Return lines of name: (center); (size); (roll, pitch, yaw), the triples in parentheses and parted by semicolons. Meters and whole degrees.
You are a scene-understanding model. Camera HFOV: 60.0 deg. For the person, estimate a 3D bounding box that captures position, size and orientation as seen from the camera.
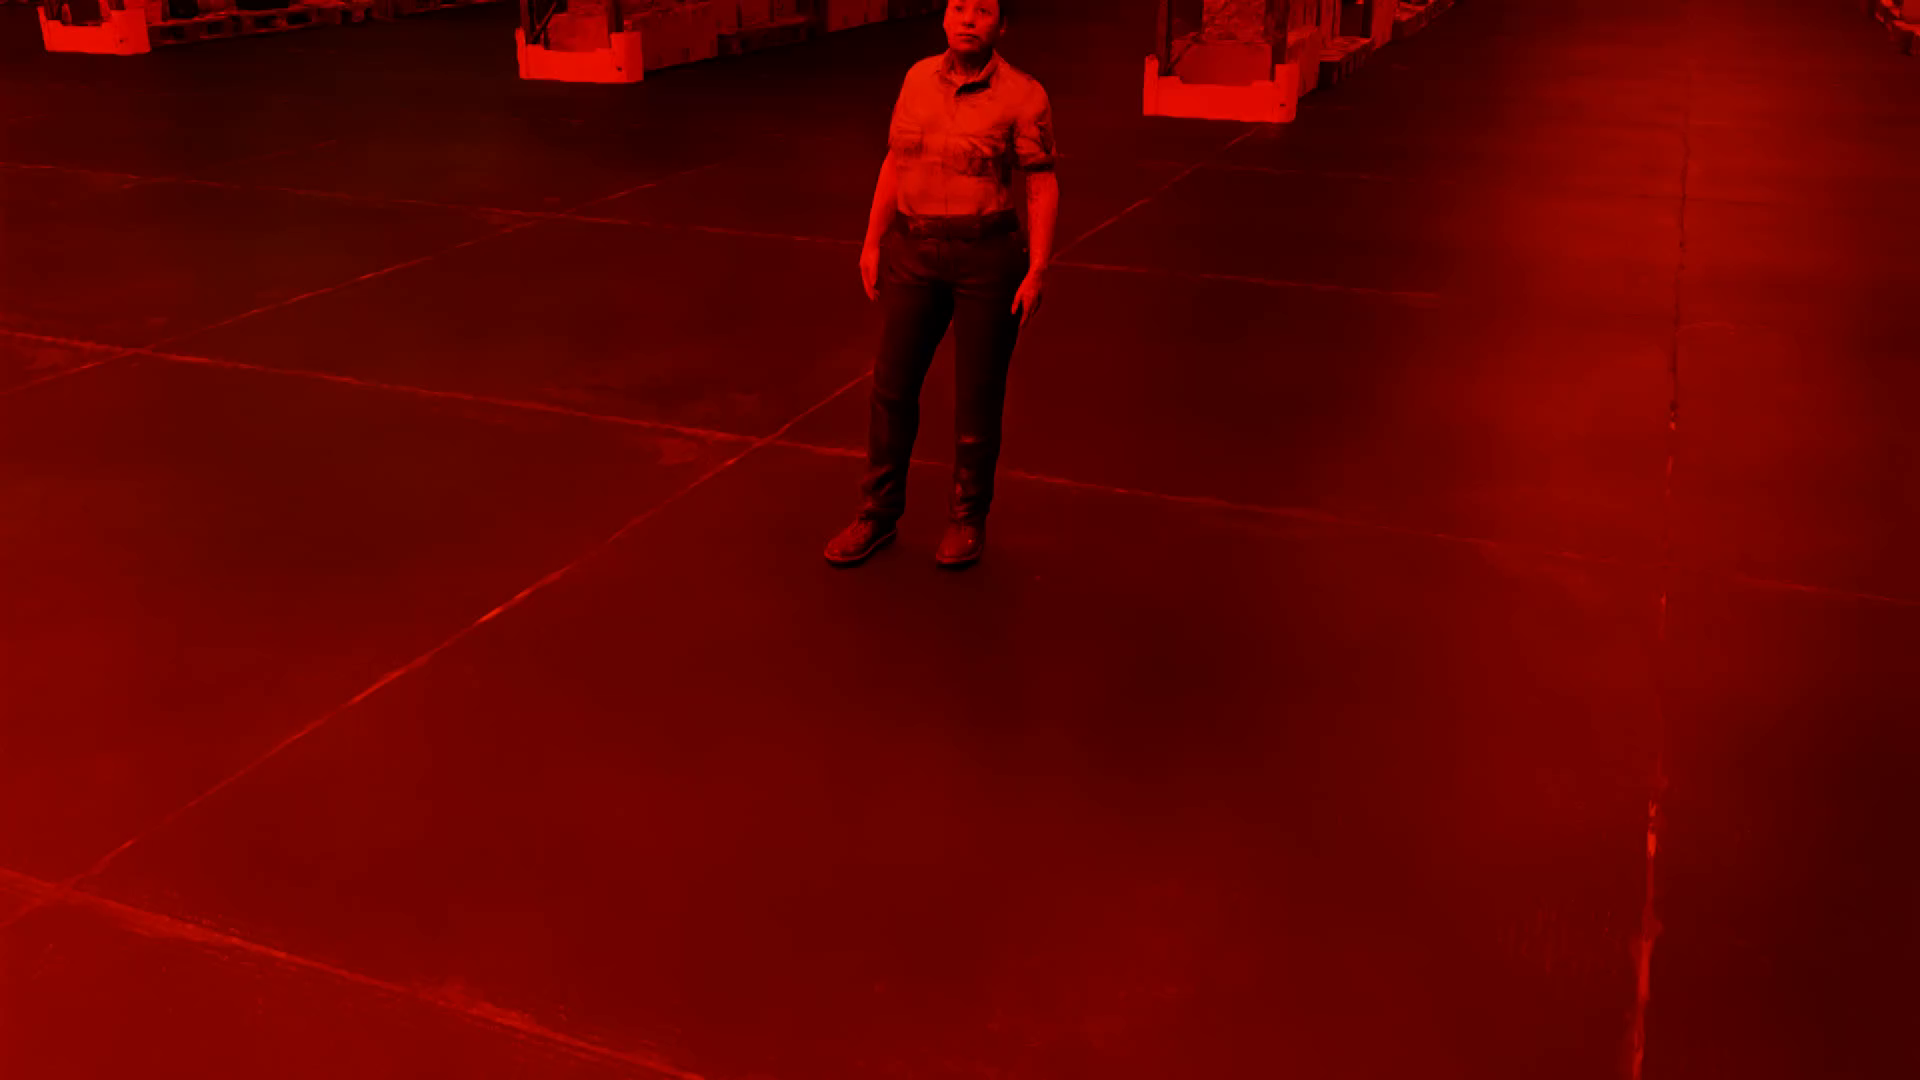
person: (-0.055, -0.738, 4.704); (0.599, 1.650, 0.502); (9, 24, 21)
